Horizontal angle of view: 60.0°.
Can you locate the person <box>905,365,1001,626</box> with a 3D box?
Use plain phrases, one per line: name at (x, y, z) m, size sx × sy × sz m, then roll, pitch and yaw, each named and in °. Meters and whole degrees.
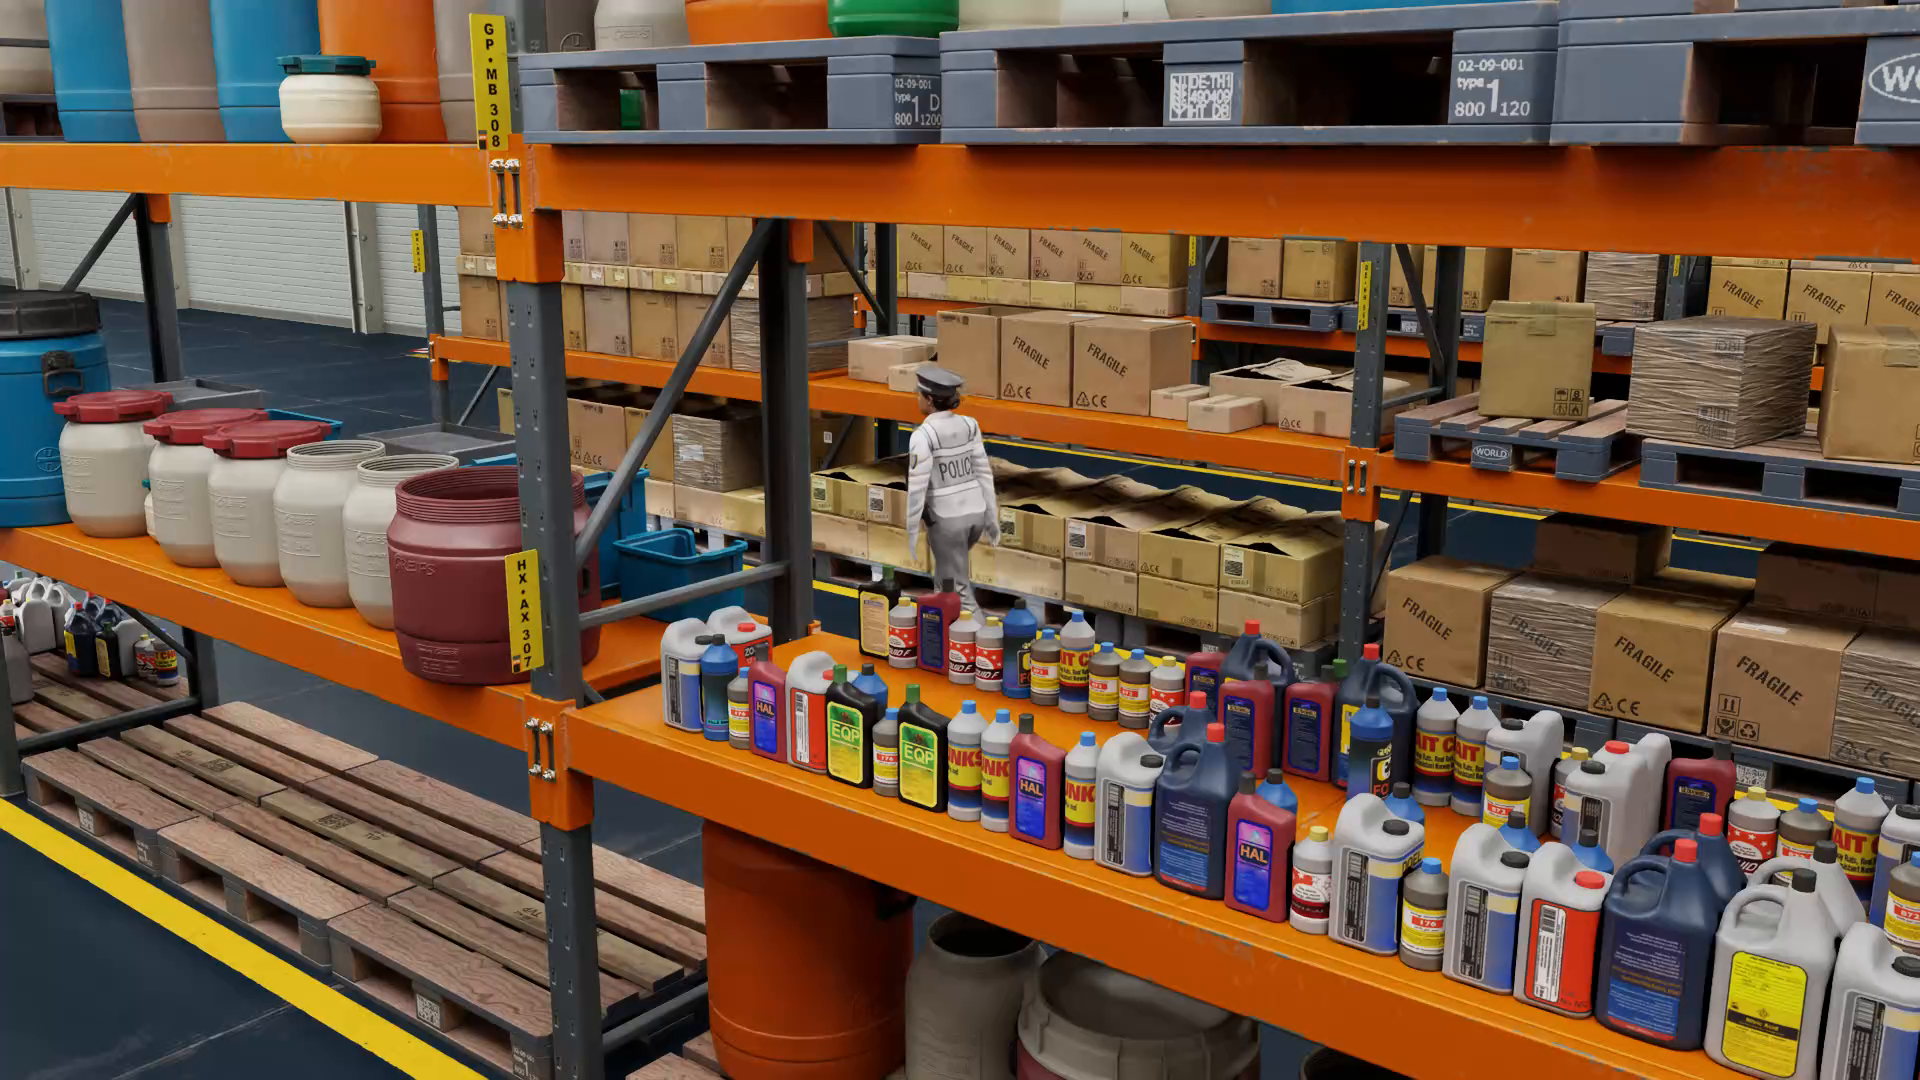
person at (-0.041, -0.052, 8.729) m, size 0.577 × 1.715 × 0.508 m, roll 11°, pitch 18°, yaw 40°
